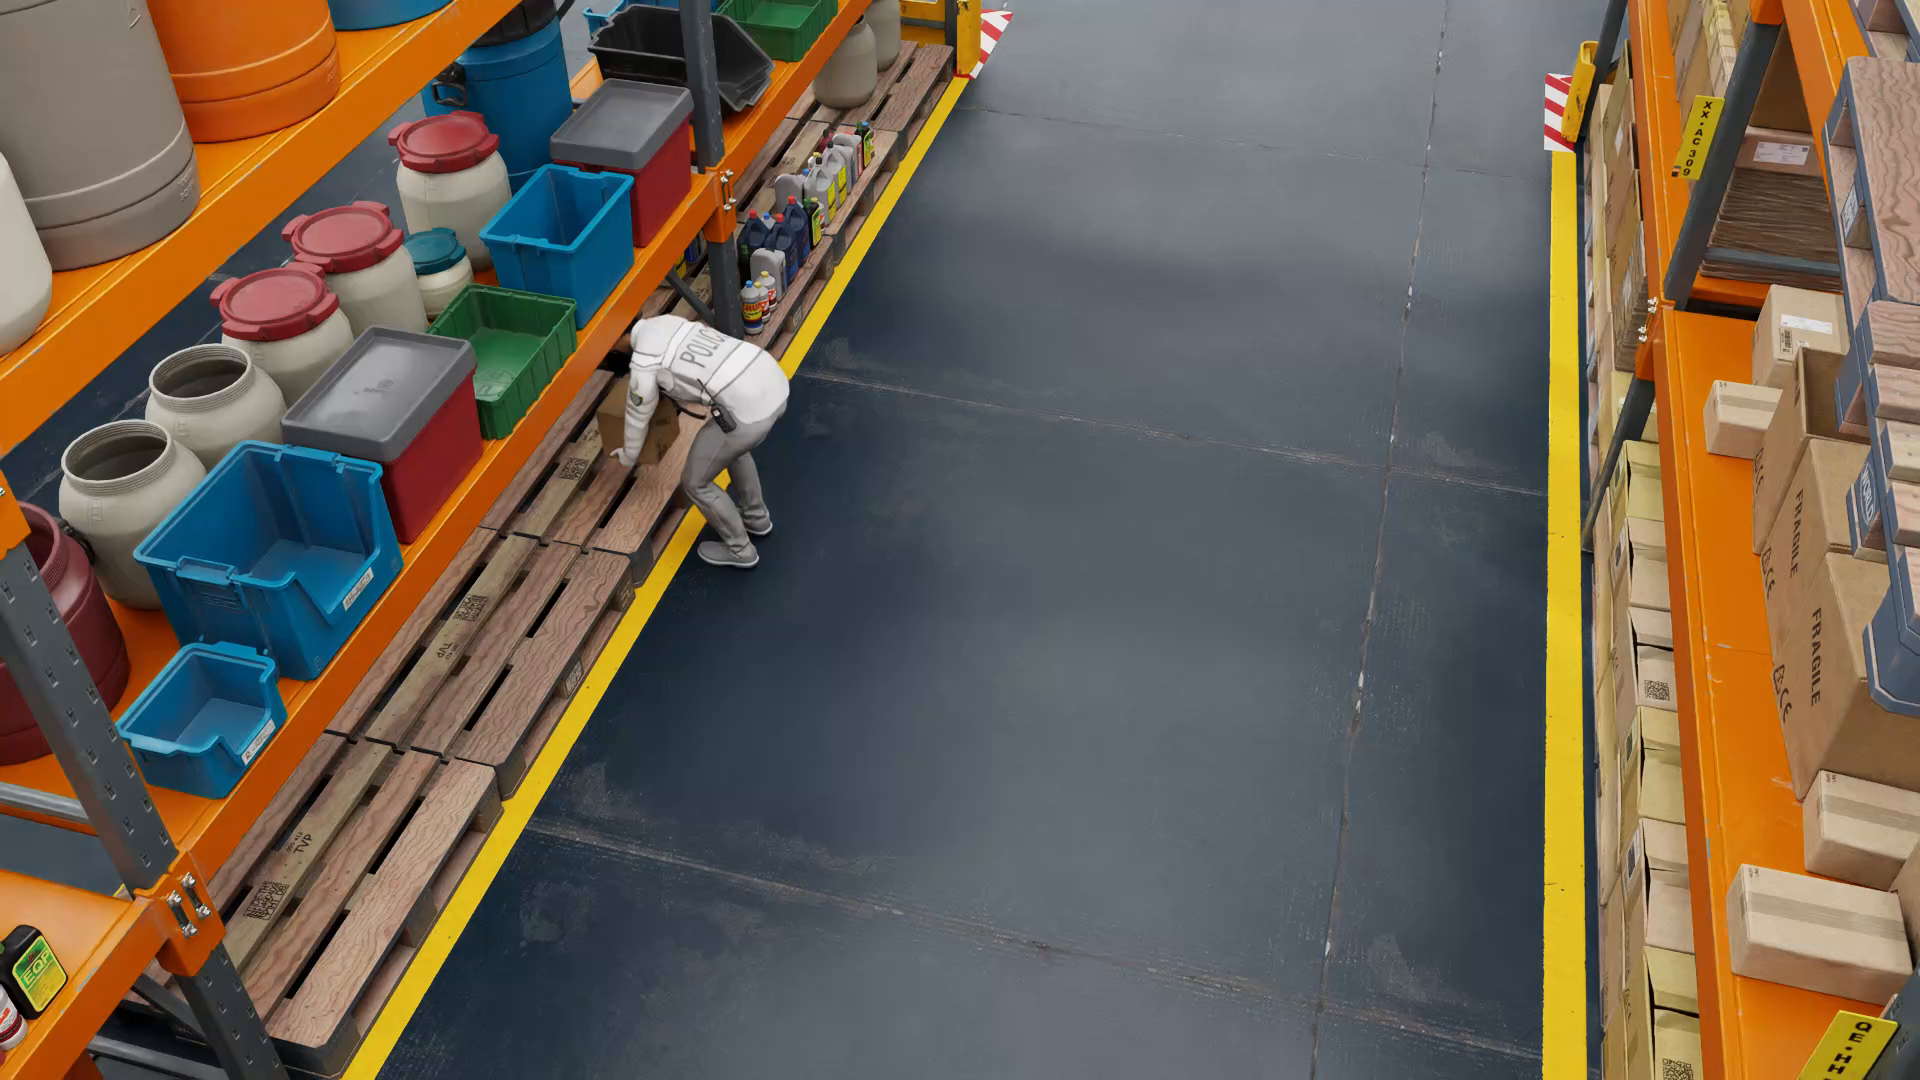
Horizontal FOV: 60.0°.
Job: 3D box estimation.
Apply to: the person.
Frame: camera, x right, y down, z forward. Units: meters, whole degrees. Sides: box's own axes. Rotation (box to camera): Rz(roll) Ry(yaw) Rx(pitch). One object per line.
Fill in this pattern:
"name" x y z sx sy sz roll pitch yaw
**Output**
"person" -1.149 -0.487 7.057 0.901 1.213 0.426 15 43 16
